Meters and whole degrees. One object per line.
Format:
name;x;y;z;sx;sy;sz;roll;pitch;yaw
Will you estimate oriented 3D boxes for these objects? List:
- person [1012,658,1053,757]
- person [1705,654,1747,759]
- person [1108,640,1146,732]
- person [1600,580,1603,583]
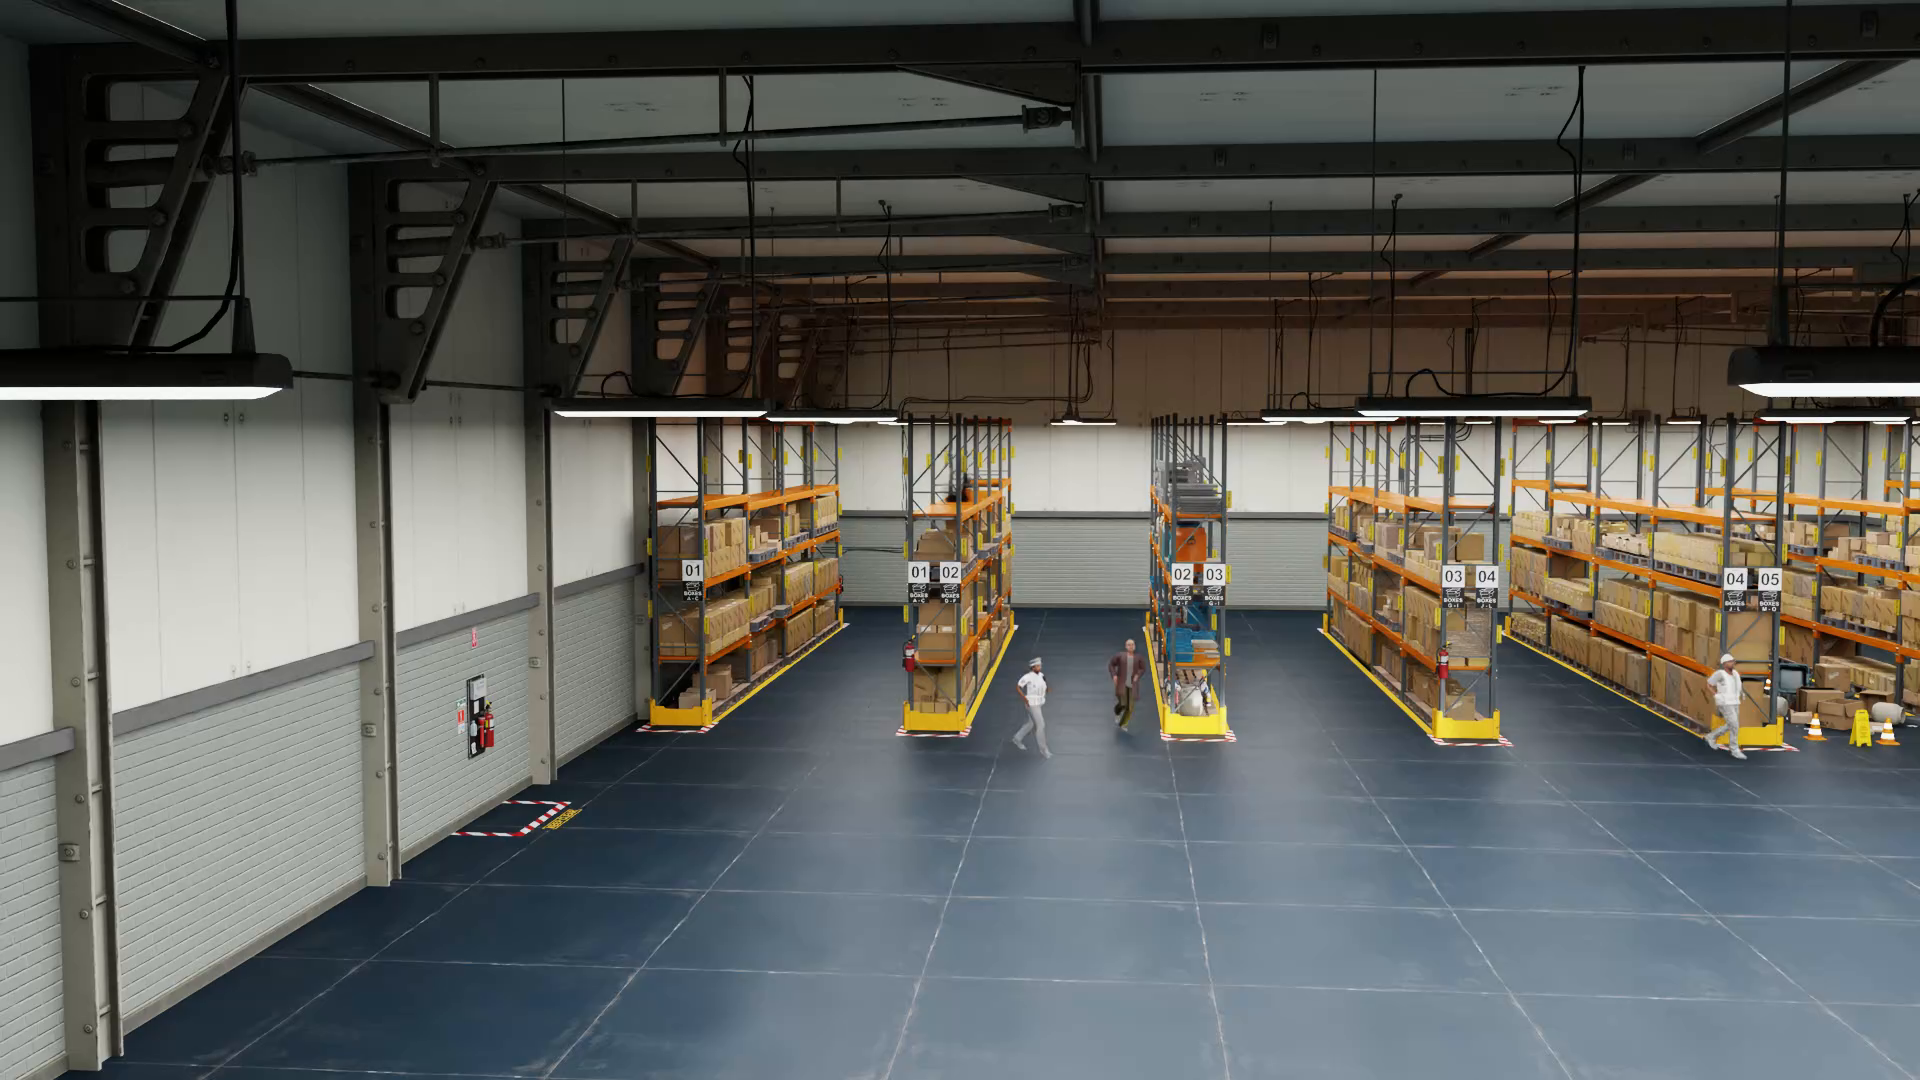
person;1.299;2.912;29.218;0.859;1.734;0.554;2;5;33
person;13.459;2.895;29.140;0.716;1.785;0.829;-3;5;-33
person;3.185;2.755;31.467;0.692;1.727;0.605;0;4;-7
person;17.254;1.906;44.527;0.581;1.684;0.647;1;4;8
